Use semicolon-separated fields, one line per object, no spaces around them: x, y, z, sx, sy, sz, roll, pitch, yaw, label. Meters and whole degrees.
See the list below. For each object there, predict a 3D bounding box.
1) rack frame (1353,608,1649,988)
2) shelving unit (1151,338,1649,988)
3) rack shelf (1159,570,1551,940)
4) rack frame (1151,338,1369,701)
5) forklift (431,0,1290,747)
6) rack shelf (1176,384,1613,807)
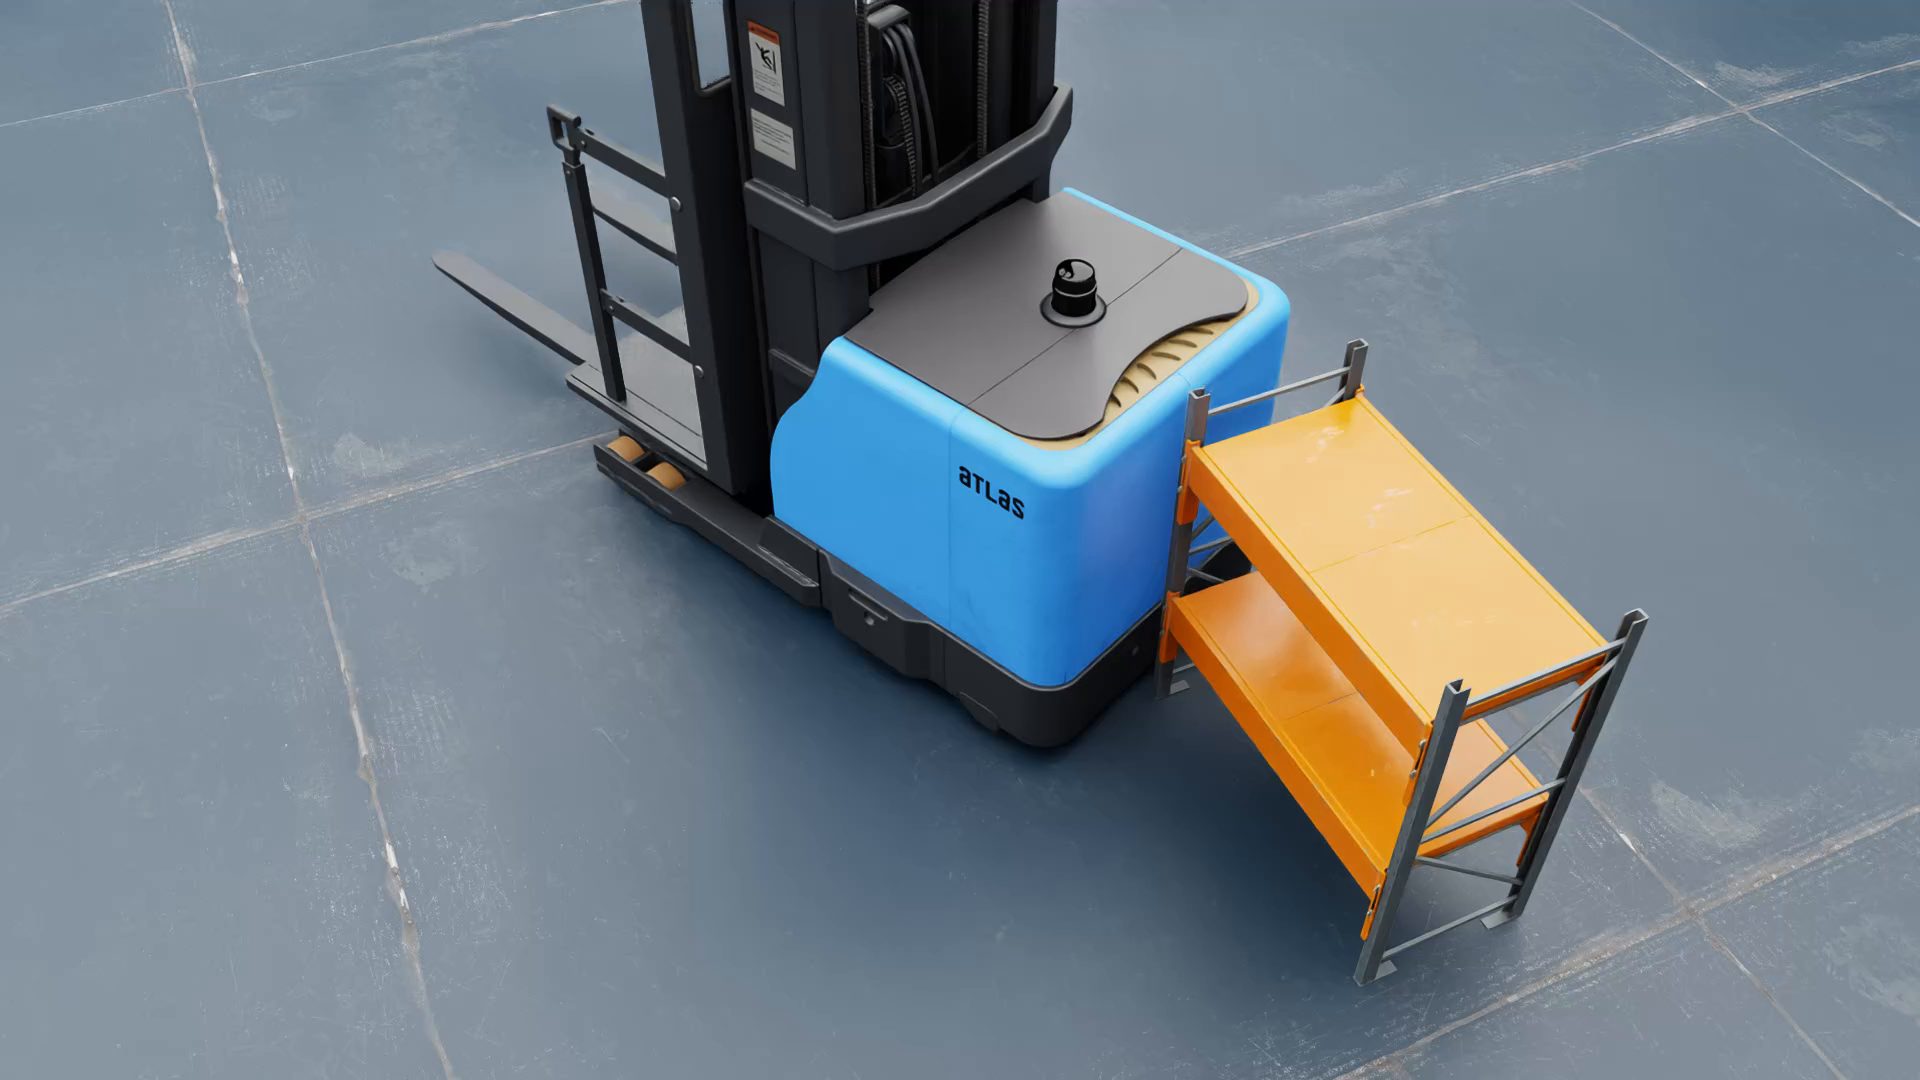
1.213;0.626;3.814;0.500;1.125;0.032;-18;47;-17;rack frame
0.999;0.302;4.143;0.538;1.125;1.048;-18;47;-17;shelving unit
0.999;0.476;4.314;0.538;0.278;1.000;-18;47;-17;rack shelf
0.786;-0.022;4.471;0.500;1.125;0.032;-18;47;-17;rack frame
-0.545;-1.372;4.553;3.031;2.935;1.130;32;53;28;forklift
0.999;0.094;3.937;0.538;0.278;1.000;-18;47;-17;rack shelf
